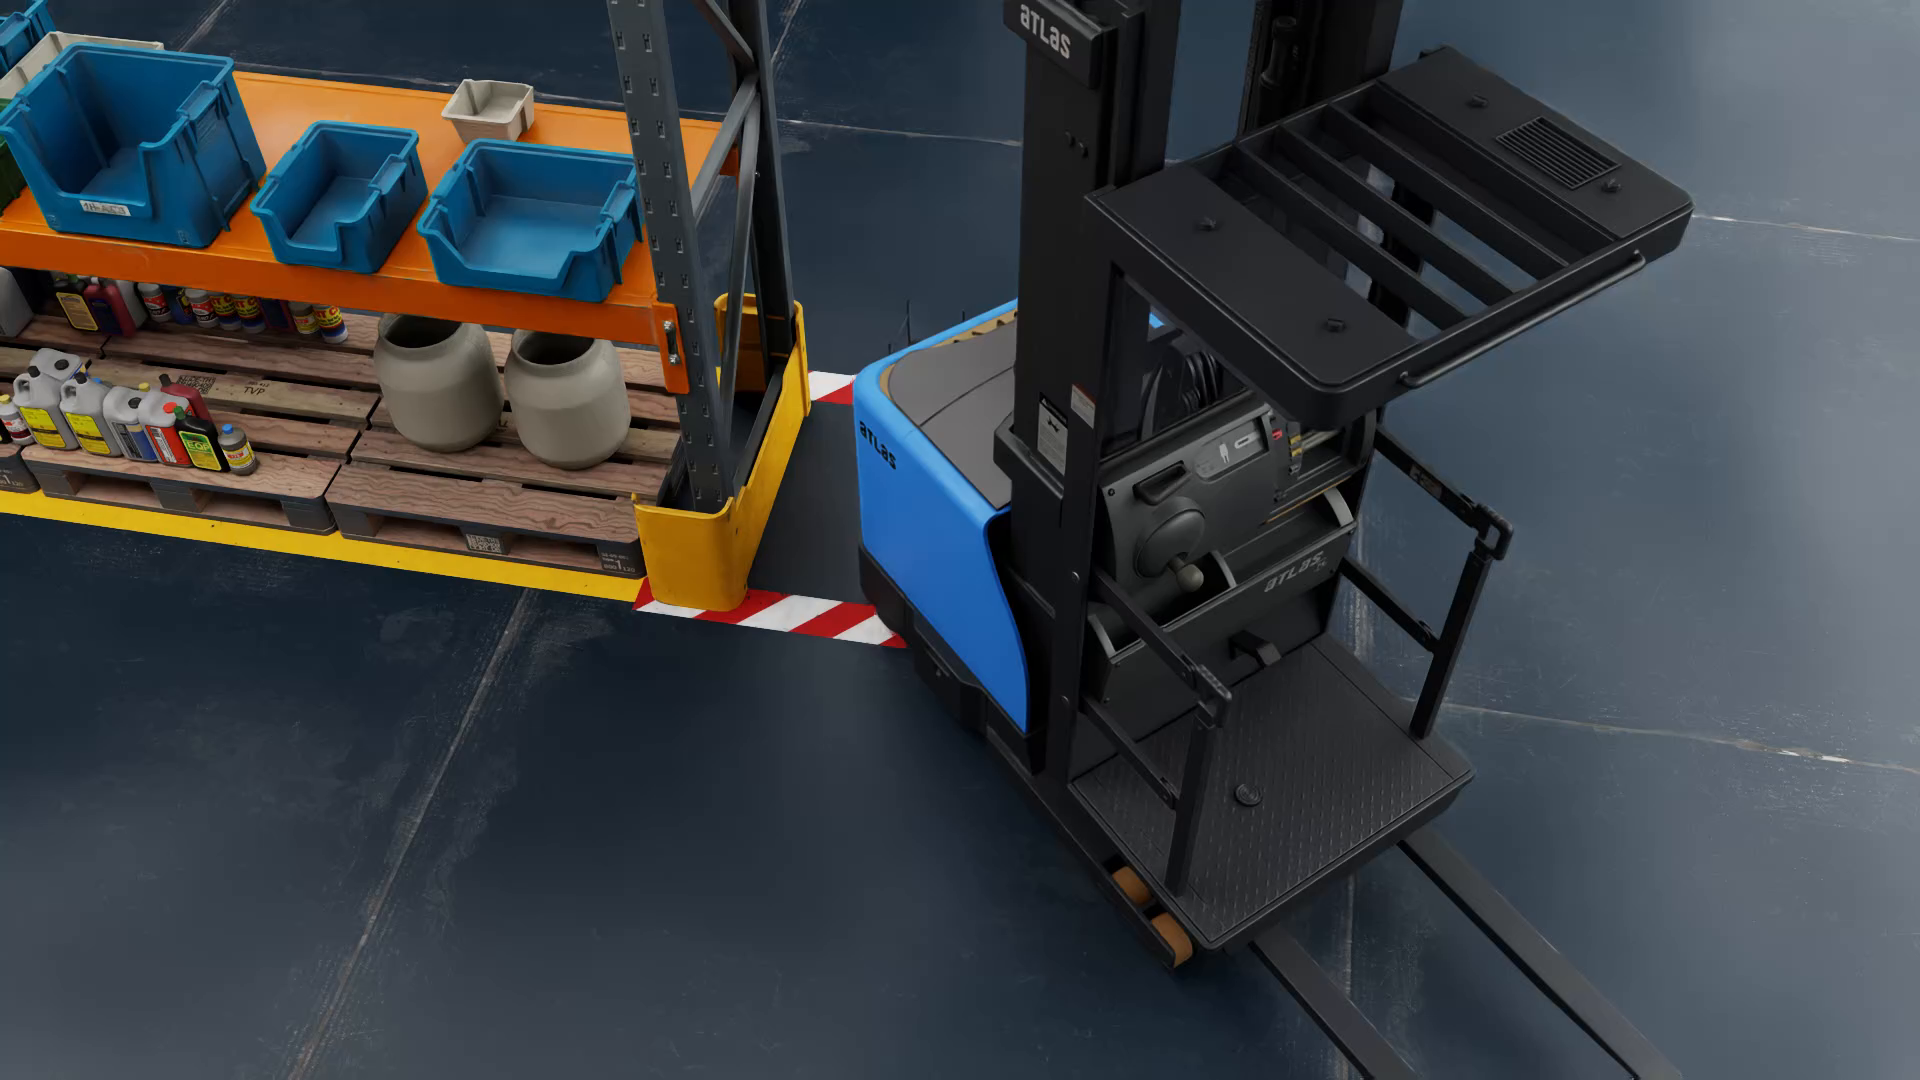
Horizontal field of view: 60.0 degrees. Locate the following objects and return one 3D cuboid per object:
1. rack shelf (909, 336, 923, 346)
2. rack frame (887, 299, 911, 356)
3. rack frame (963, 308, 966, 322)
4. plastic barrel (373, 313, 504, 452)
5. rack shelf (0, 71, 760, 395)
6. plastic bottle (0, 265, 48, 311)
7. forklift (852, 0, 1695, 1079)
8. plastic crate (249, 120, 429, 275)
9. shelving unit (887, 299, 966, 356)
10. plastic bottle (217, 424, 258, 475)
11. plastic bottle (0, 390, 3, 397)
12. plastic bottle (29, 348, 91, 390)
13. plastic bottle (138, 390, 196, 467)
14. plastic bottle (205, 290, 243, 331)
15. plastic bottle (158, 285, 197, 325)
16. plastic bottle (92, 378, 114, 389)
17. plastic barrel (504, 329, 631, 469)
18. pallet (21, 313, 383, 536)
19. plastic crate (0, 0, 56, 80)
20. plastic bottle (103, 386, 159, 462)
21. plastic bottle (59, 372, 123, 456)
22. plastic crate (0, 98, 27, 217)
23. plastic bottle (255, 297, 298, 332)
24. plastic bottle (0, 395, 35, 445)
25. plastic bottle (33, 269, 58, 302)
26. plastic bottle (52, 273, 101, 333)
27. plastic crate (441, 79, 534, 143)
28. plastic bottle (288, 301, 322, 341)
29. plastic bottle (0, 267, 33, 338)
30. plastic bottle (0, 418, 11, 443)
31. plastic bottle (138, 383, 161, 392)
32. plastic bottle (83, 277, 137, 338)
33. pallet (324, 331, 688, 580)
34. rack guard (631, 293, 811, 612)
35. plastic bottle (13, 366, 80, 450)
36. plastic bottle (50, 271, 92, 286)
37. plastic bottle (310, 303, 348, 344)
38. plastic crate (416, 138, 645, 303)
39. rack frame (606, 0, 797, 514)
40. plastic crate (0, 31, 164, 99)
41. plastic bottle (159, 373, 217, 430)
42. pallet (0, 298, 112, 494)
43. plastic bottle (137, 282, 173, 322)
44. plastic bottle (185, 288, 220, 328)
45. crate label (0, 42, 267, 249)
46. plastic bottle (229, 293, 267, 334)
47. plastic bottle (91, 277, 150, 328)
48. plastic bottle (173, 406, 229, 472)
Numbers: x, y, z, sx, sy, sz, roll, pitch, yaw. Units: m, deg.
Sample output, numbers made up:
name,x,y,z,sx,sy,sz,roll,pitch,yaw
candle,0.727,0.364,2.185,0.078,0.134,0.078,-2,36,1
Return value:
name,x,y,z,sx,sy,sz,roll,pitch,yaw
rack shelf,-0.111,-0.592,5.857,0.200,0.077,0.258,12,49,11
rack frame,-0.206,-0.454,6.053,0.006,0.900,0.240,12,49,11
rack frame,-0.011,-0.414,6.014,0.006,0.900,0.240,12,49,11
plastic barrel,-1.938,-0.615,6.177,0.421,0.512,0.421,0,48,0
rack shelf,-2.751,-1.233,5.825,4.000,0.370,1.077,8,49,7
plastic bottle,-3.845,-1.100,6.707,0.185,0.351,0.144,5,48,5
forklift,0.885,-0.092,4.362,1.130,2.935,3.031,-27,53,-22
plastic crate,-1.967,-1.097,5.319,0.408,0.251,0.499,8,49,7
shelving unit,-0.108,-0.434,6.033,0.210,0.900,0.258,12,49,11
plastic bottle,-2.668,-0.343,6.127,0.097,0.201,0.097,0,48,0
plastic bottle,-3.662,-0.546,6.262,0.097,0.271,0.097,0,48,0
plastic bottle,-3.393,-0.595,6.303,0.135,0.276,0.152,8,49,7
plastic bottle,-2.911,-0.421,6.147,0.135,0.276,0.152,8,49,7
plastic bottle,-2.948,-0.971,6.644,0.097,0.271,0.097,0,48,0
plastic bottle,-3.147,-0.998,6.668,0.097,0.271,0.097,0,48,0
plastic bottle,-3.233,-0.528,6.293,0.097,0.201,0.097,0,48,0
plastic barrel,-1.444,-0.549,6.117,0.421,0.512,0.421,0,48,0
pallet,-2.862,-0.527,6.582,1.213,0.211,1.003,8,49,7
plastic crate,-3.582,-1.741,5.898,0.616,0.251,0.499,8,49,7
plastic bottle,-3.048,-0.440,6.164,0.135,0.276,0.152,6,48,6
plastic bottle,-3.212,-0.484,6.153,0.185,0.351,0.144,9,49,8
plastic crate,-3.434,-1.281,5.527,0.662,0.188,0.450,8,49,7
plastic bottle,-2.731,-0.959,6.626,0.133,0.283,0.061,8,49,7
plastic bottle,-3.539,-0.460,6.232,0.097,0.201,0.097,0,48,0
plastic bottle,-3.678,-1.087,6.740,0.133,0.283,0.061,11,49,9
plastic bottle,-3.521,-0.957,6.623,0.133,0.283,0.061,8,49,7
plastic crate,-1.607,-1.475,5.736,0.250,0.136,0.298,8,49,7
plastic bottle,-2.614,-0.902,6.630,0.097,0.201,0.097,0,48,0
plastic bottle,-3.847,-0.964,6.635,0.135,0.276,0.152,8,49,7
plastic bottle,-3.658,-0.490,6.204,0.133,0.283,0.061,10,49,9
plastic bottle,-3.044,-0.508,6.276,0.097,0.201,0.097,0,48,0
plastic bottle,-3.387,-0.933,6.602,0.133,0.283,0.061,8,49,7
pallet,-1.665,-0.364,6.435,1.213,0.211,1.003,8,49,7
rack guard,-0.866,-0.349,6.228,0.348,0.500,1.175,8,49,7
plastic bottle,-3.395,-0.508,6.175,0.185,0.351,0.144,7,48,7
plastic bottle,-3.528,-1.058,6.669,0.185,0.351,0.144,7,48,7
plastic bottle,-2.512,-0.912,6.591,0.097,0.271,0.097,0,48,0
plastic crate,-1.329,-1.007,5.238,0.616,0.251,0.499,8,49,7
rack frame,-0.783,-1.209,5.320,0.127,3.000,1.000,8,49,7
plastic crate,-3.076,-1.621,5.867,0.437,0.136,0.530,8,49,7
plastic bottle,-2.893,-0.502,6.215,0.133,0.283,0.061,8,49,7
pallet,-4.066,-0.687,6.725,1.213,0.211,1.003,8,49,7
plastic bottle,-3.247,-0.988,6.706,0.097,0.201,0.097,0,48,0
plastic bottle,-3.045,-0.960,6.682,0.097,0.201,0.097,0,48,0
crate label,-2.642,-1.266,5.348,0.616,0.435,0.502,8,49,7
plastic bottle,-2.849,-0.957,6.632,0.097,0.271,0.097,0,48,0
plastic bottle,-3.368,-1.008,6.675,0.135,0.276,0.152,8,49,8
plastic bottle,-2.787,-0.372,6.098,0.133,0.283,0.061,9,49,8
